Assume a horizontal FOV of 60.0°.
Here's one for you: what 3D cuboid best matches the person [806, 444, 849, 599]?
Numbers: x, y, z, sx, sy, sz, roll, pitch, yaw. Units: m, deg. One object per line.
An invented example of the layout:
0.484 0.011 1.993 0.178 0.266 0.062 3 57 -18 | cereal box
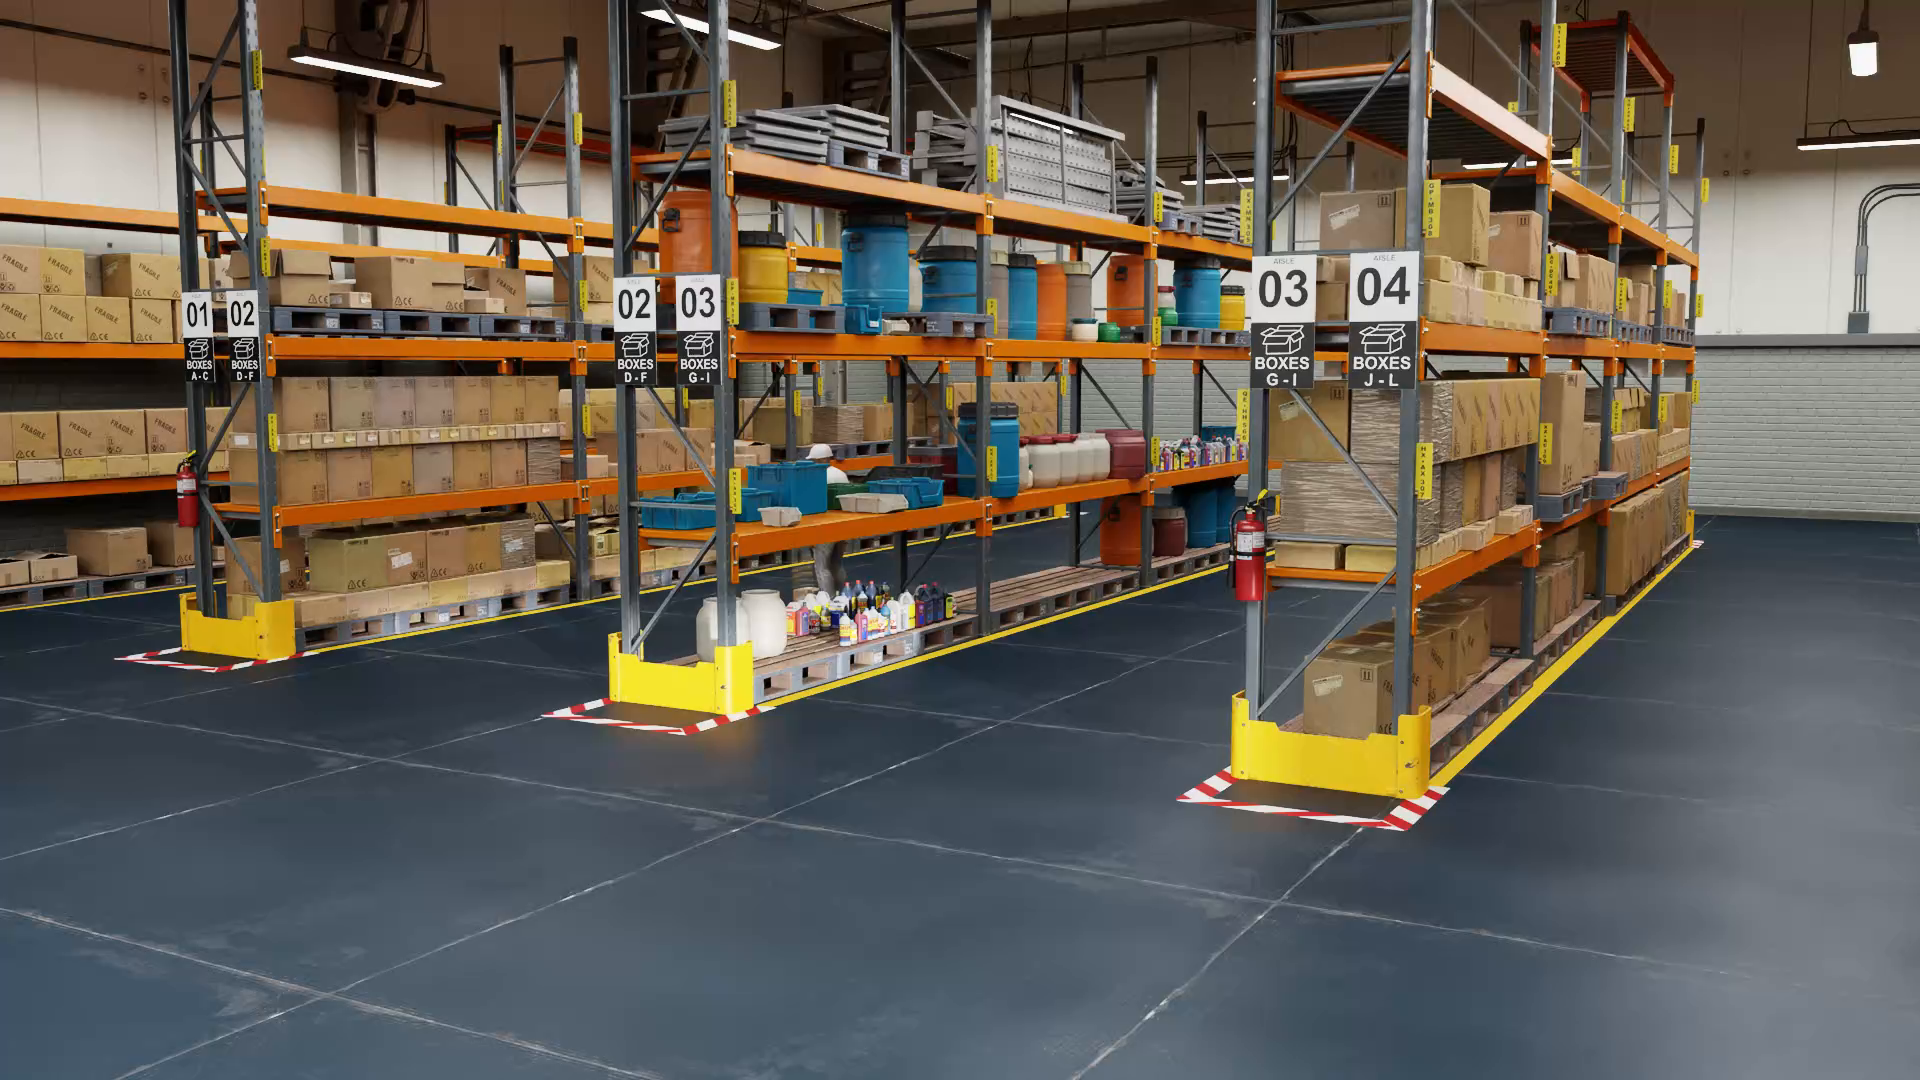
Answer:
-1.358 -0.106 17.080 0.454 1.761 0.636 3 7 26 | person
